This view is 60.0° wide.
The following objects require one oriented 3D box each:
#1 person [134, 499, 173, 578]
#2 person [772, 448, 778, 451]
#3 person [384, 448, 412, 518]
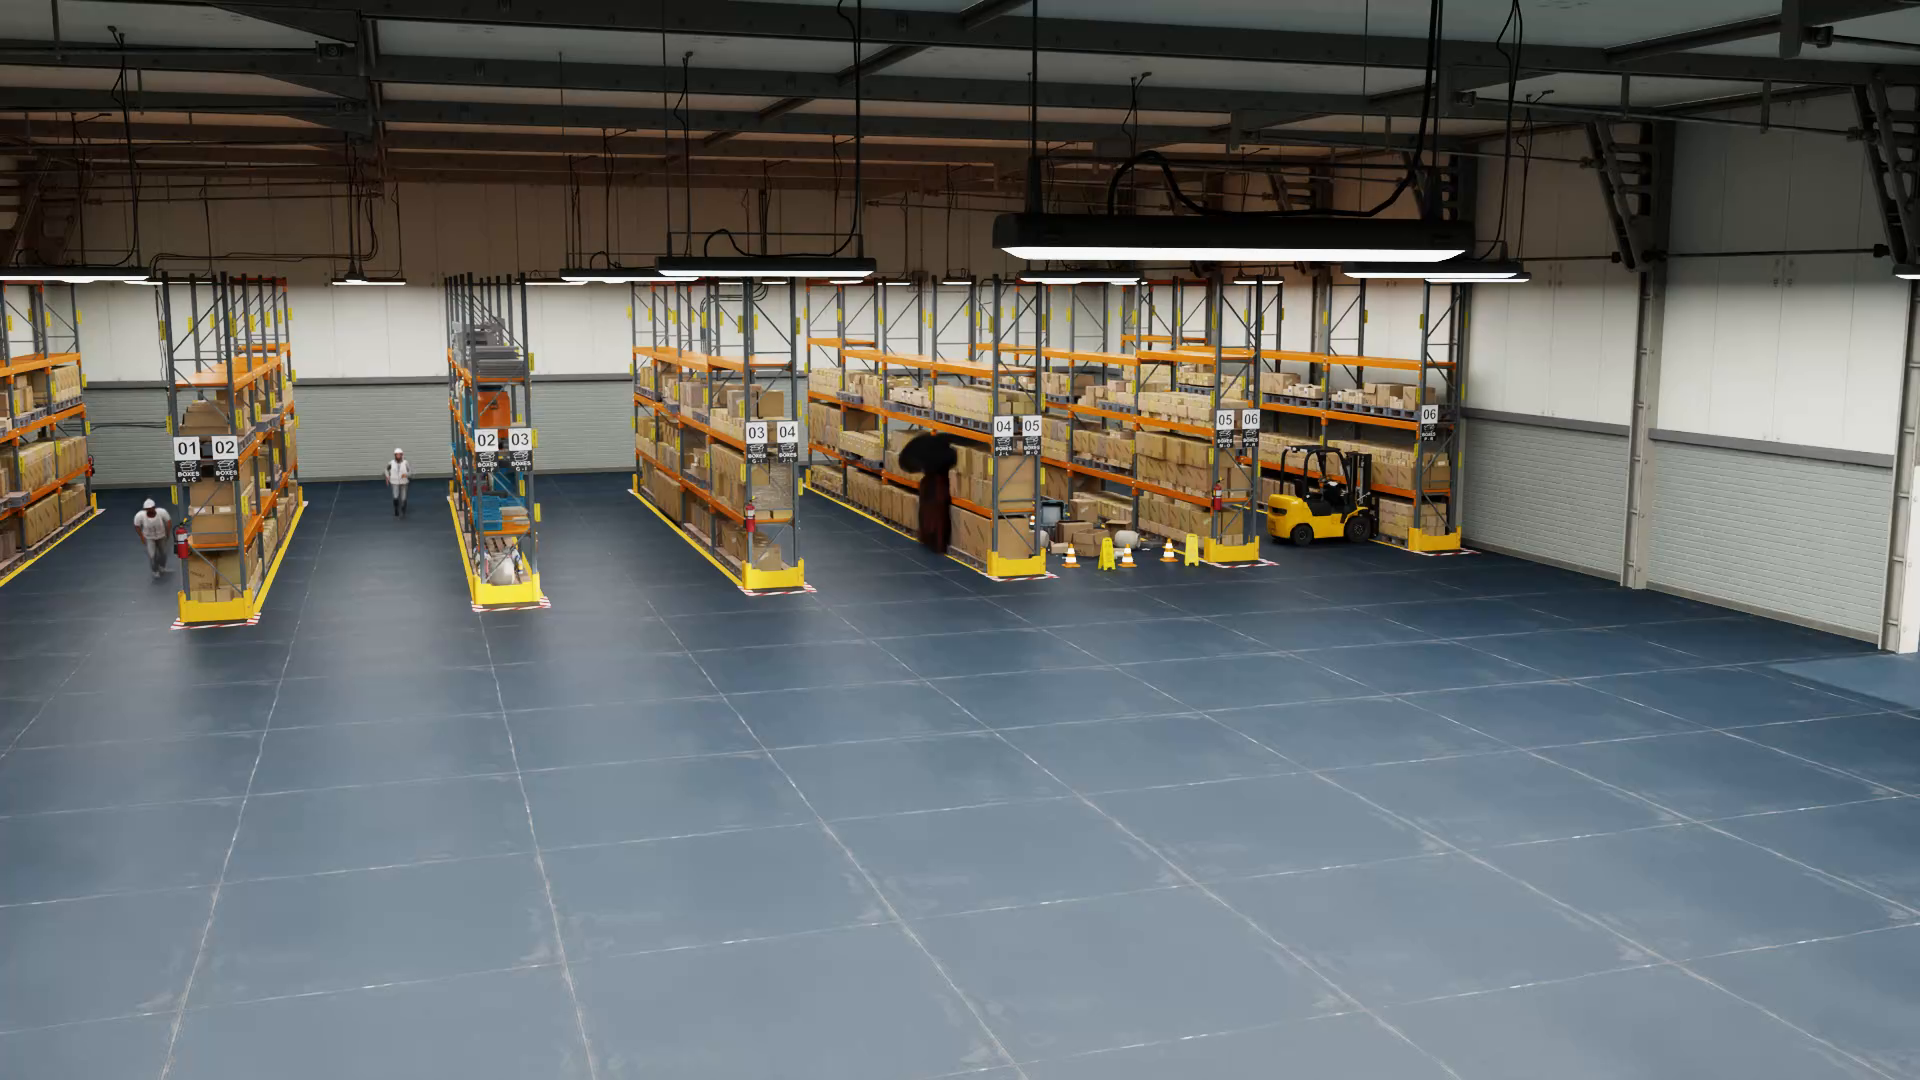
[{"bbox_3d":[-16.030,-0.050,33.089,0.716,1.619,0.920,-7,11,-38],"label":"person"},{"bbox_3d":[-5.301,-2.457,48.917,0.553,1.673,0.643,1,9,7],"label":"person"},{"bbox_3d":[-14.030,-1.418,41.572,0.651,1.734,0.647,-3,9,-19],"label":"person"}]
